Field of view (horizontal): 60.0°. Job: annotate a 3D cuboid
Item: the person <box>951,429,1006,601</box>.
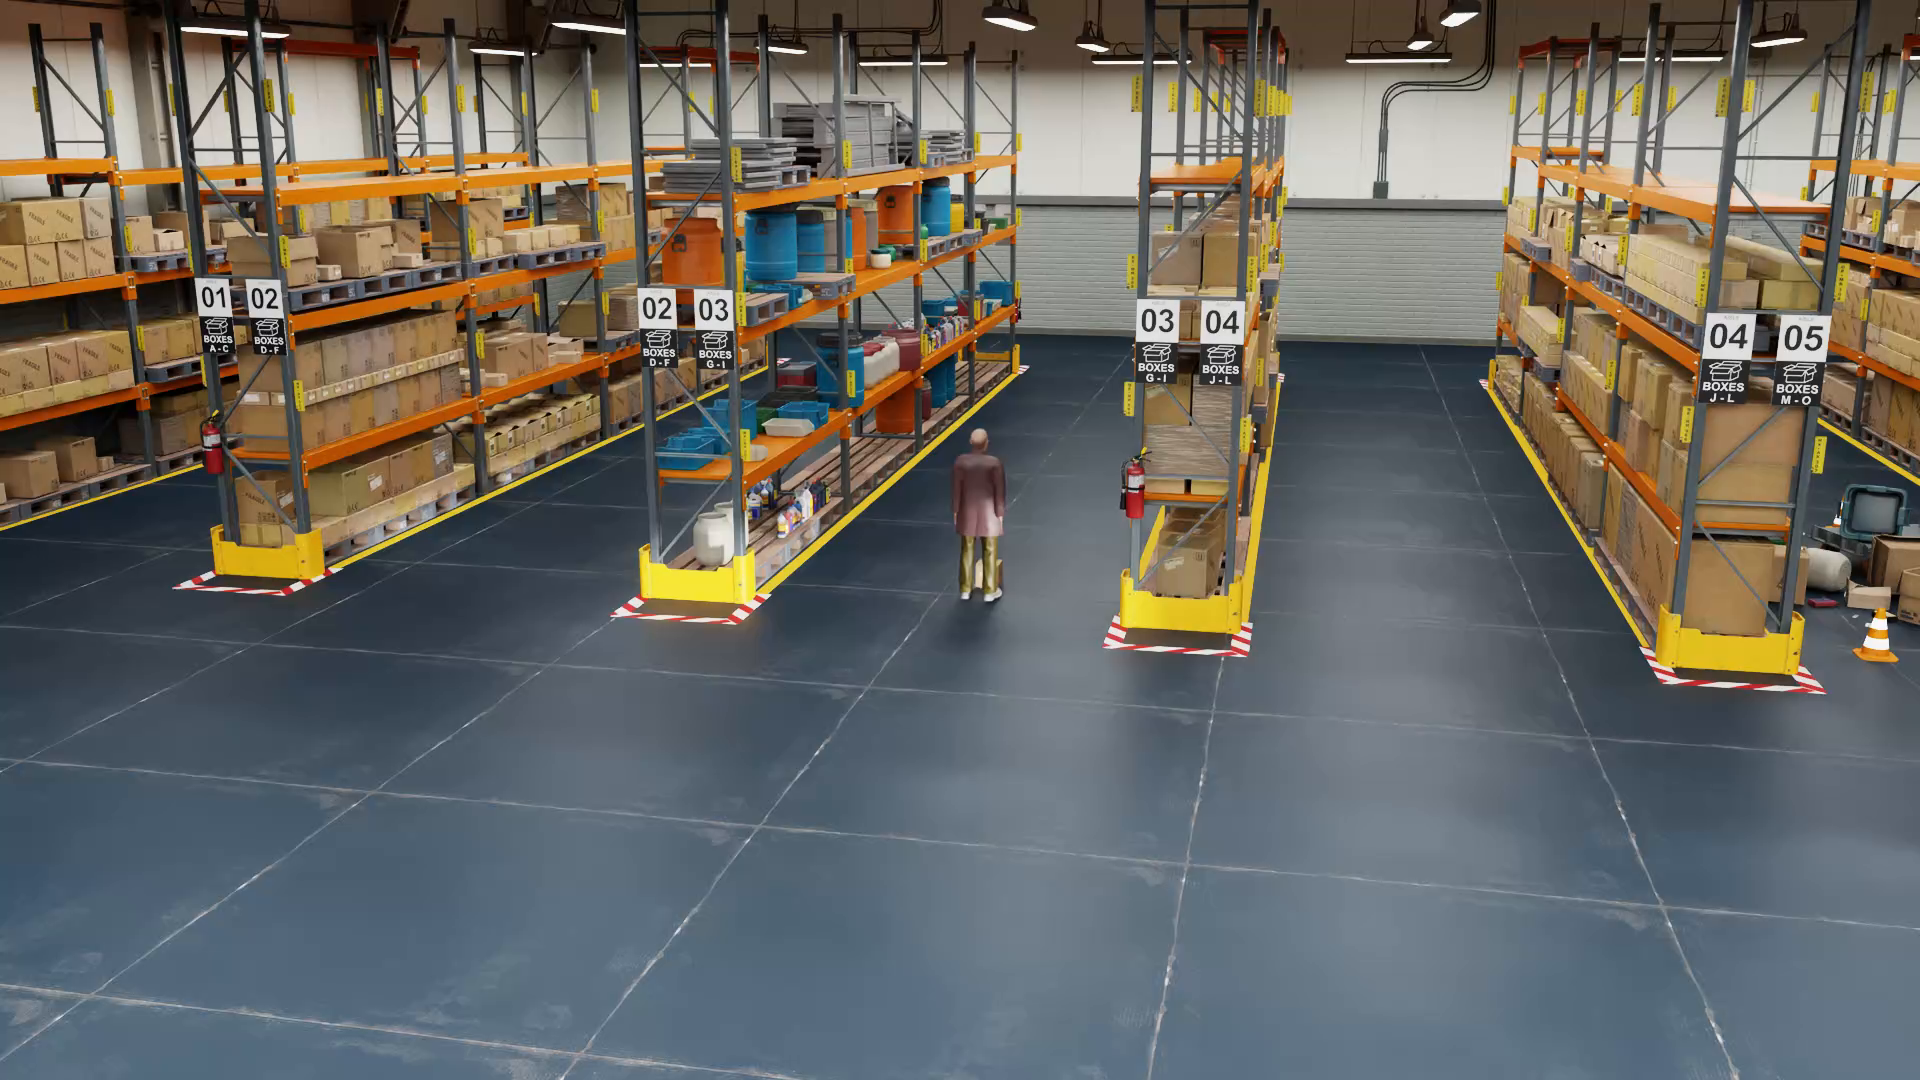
[{"bbox_3d":[0.196,-0.272,17.045,0.578,1.783,0.398,3,15,12],"label":"person"}]
